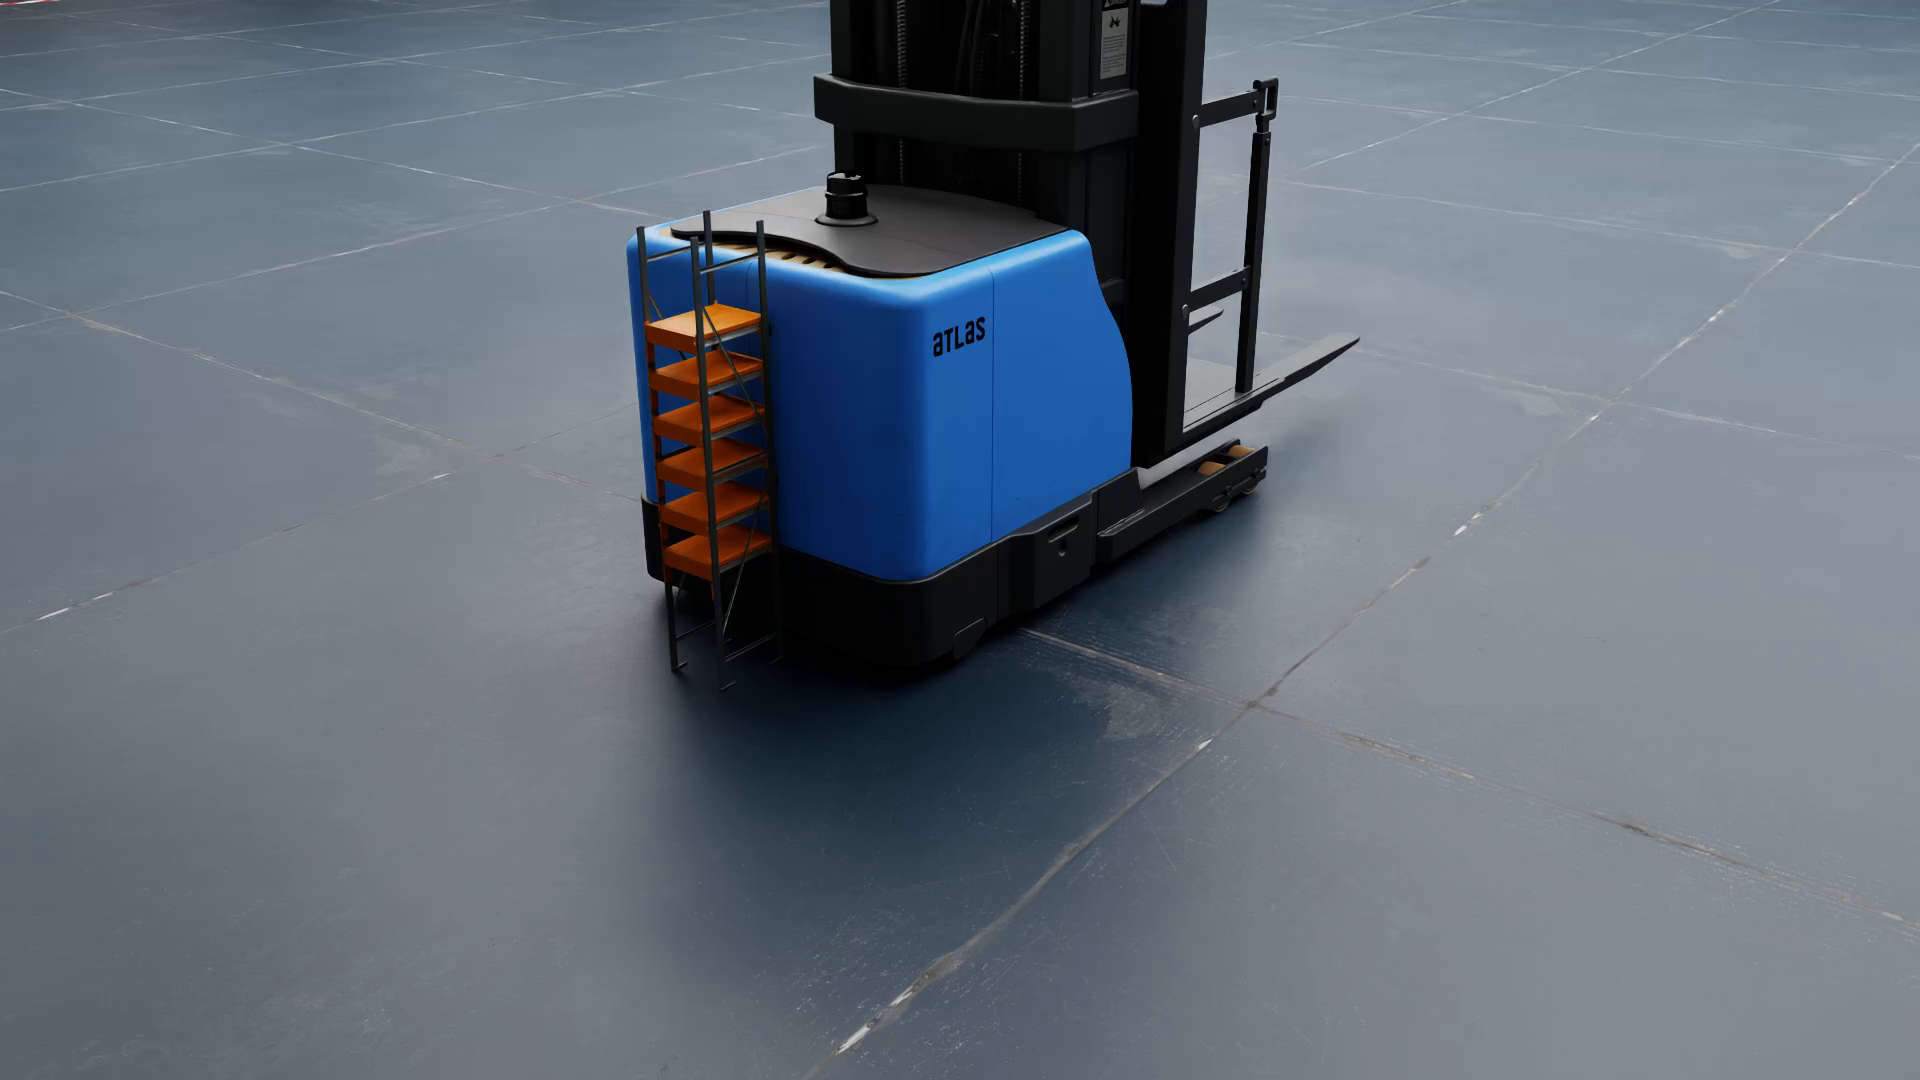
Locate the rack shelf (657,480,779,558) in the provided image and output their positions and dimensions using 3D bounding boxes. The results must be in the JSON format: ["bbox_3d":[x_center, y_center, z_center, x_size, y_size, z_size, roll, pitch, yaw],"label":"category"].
[{"bbox_3d":[-0.625,-0.063,4.313,0.180,0.103,0.258,17,29,34],"label":"rack shelf"}]

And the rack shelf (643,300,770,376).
[{"bbox_3d":[-0.625,-0.502,4.120,0.180,0.103,0.258,17,29,34],"label":"rack shelf"}]

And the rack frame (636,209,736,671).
[{"bbox_3d":[-0.698,-0.236,4.298,0.006,1.200,0.240,17,29,34],"label":"rack frame"}]

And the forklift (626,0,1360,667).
[{"bbox_3d":[0.381,-1.540,5.109,1.130,2.935,3.031,17,29,34],"label":"forklift"}]

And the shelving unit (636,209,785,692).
[{"bbox_3d":[-0.625,-0.214,4.247,0.189,1.200,0.258,17,29,34],"label":"shelving unit"}]

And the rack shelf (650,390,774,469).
[{"bbox_3d":[-0.625,-0.283,4.216,0.180,0.103,0.258,17,29,34],"label":"rack shelf"}]

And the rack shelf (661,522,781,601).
[{"bbox_3d":[-0.625,0.047,4.361,0.180,0.103,0.258,17,29,34],"label":"rack shelf"}]

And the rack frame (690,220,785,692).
[{"bbox_3d":[-0.553,-0.191,4.196,0.006,1.200,0.240,17,29,34],"label":"rack frame"}]

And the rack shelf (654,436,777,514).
[{"bbox_3d":[-0.625,-0.173,4.265,0.180,0.103,0.258,17,29,34],"label":"rack shelf"}]

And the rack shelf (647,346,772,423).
[{"bbox_3d":[-0.625,-0.393,4.168,0.180,0.103,0.258,17,29,34],"label":"rack shelf"}]
